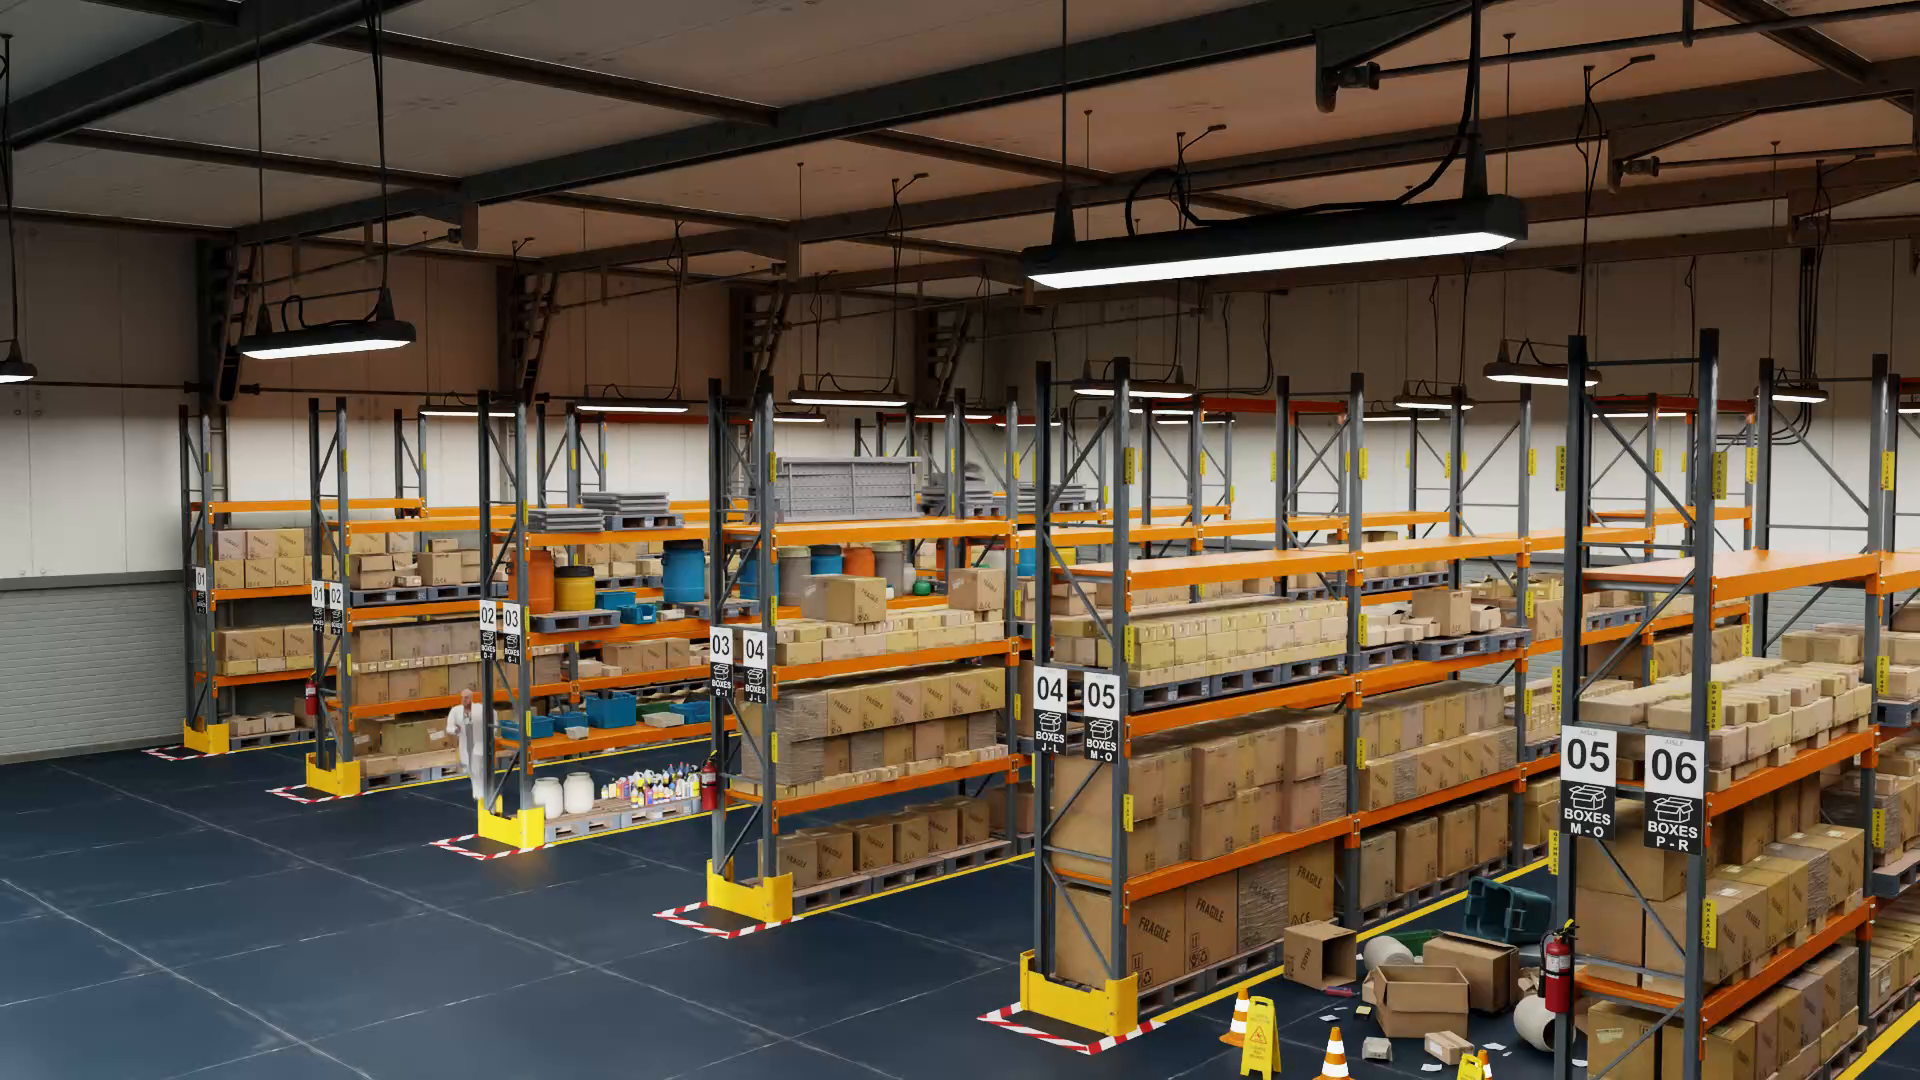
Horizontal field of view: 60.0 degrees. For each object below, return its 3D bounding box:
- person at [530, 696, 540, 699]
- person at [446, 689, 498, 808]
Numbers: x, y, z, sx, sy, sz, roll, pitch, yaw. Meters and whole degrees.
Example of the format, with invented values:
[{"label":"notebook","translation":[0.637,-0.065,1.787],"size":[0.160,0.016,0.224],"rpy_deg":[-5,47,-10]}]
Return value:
[{"label":"person","translation":[-7.842,2.747,30.950],"size":[0.623,1.554,0.600],"rpy_deg":[1,3,23]},{"label":"person","translation":[-7.114,3.016,24.269],"size":[0.634,1.733,1.037],"rpy_deg":[0,3,5]}]
